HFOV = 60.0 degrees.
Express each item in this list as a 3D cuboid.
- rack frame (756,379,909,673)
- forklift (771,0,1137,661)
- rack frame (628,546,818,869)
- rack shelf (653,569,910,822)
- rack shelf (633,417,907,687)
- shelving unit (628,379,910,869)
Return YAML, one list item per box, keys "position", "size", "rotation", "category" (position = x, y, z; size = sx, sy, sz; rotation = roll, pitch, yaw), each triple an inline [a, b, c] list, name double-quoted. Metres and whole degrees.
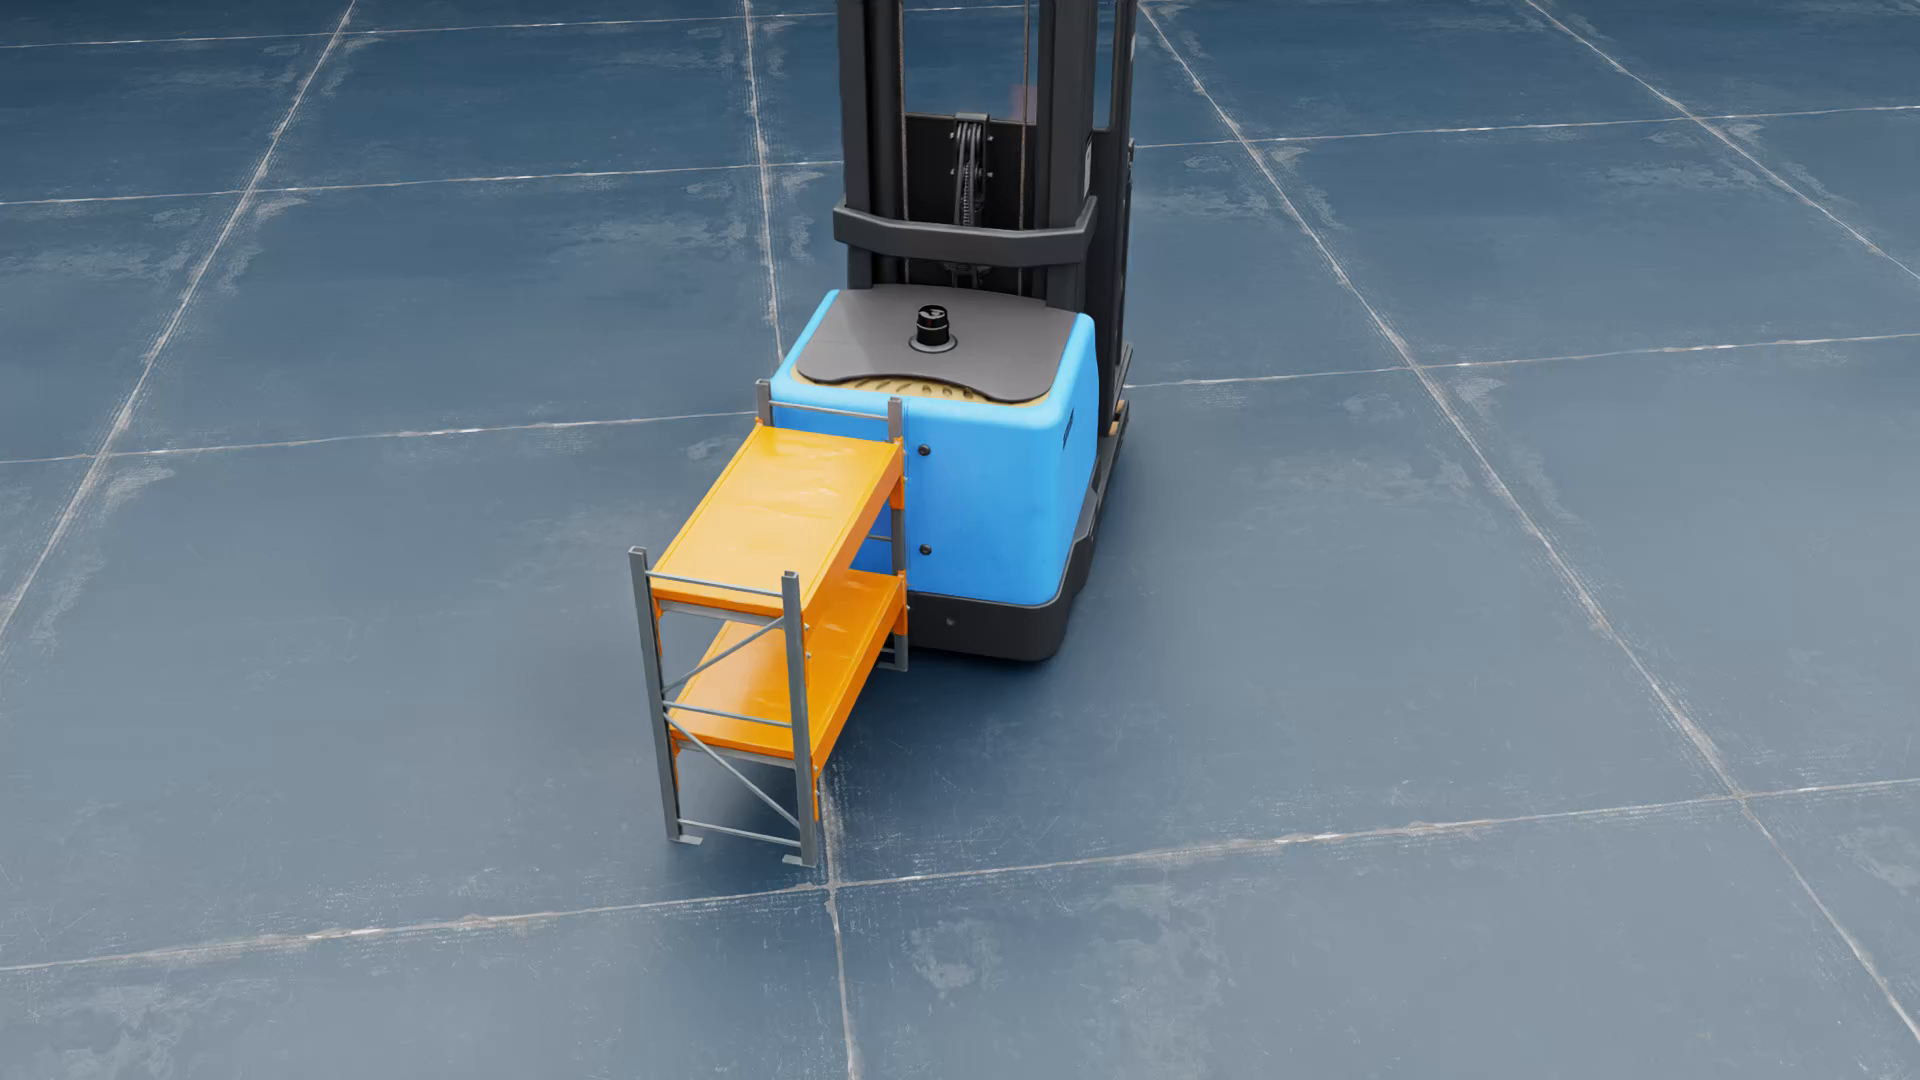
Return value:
- position: [-0.433, -0.027, 5.791]
  size: [0.500, 1.125, 0.032]
  rotation: [8, 35, 12]
  category: "rack frame"
- position: [0.143, -1.600, 6.495]
  size: [1.130, 2.935, 3.031]
  rotation: [7, 35, 10]
  category: "forklift"
- position: [-0.693, 0.526, 4.979]
  size: [0.500, 1.125, 0.032]
  rotation: [8, 35, 12]
  category: "rack frame"
- position: [-0.563, 0.451, 5.523]
  size: [0.538, 0.278, 1.000]
  rotation: [8, 35, 12]
  category: "rack shelf"
- position: [-0.563, 0.007, 5.221]
  size: [0.538, 0.278, 1.000]
  rotation: [8, 35, 12]
  category: "rack shelf"
- position: [-0.563, 0.249, 5.385]
  size: [0.538, 1.125, 1.048]
  rotation: [8, 35, 12]
  category: "shelving unit"
